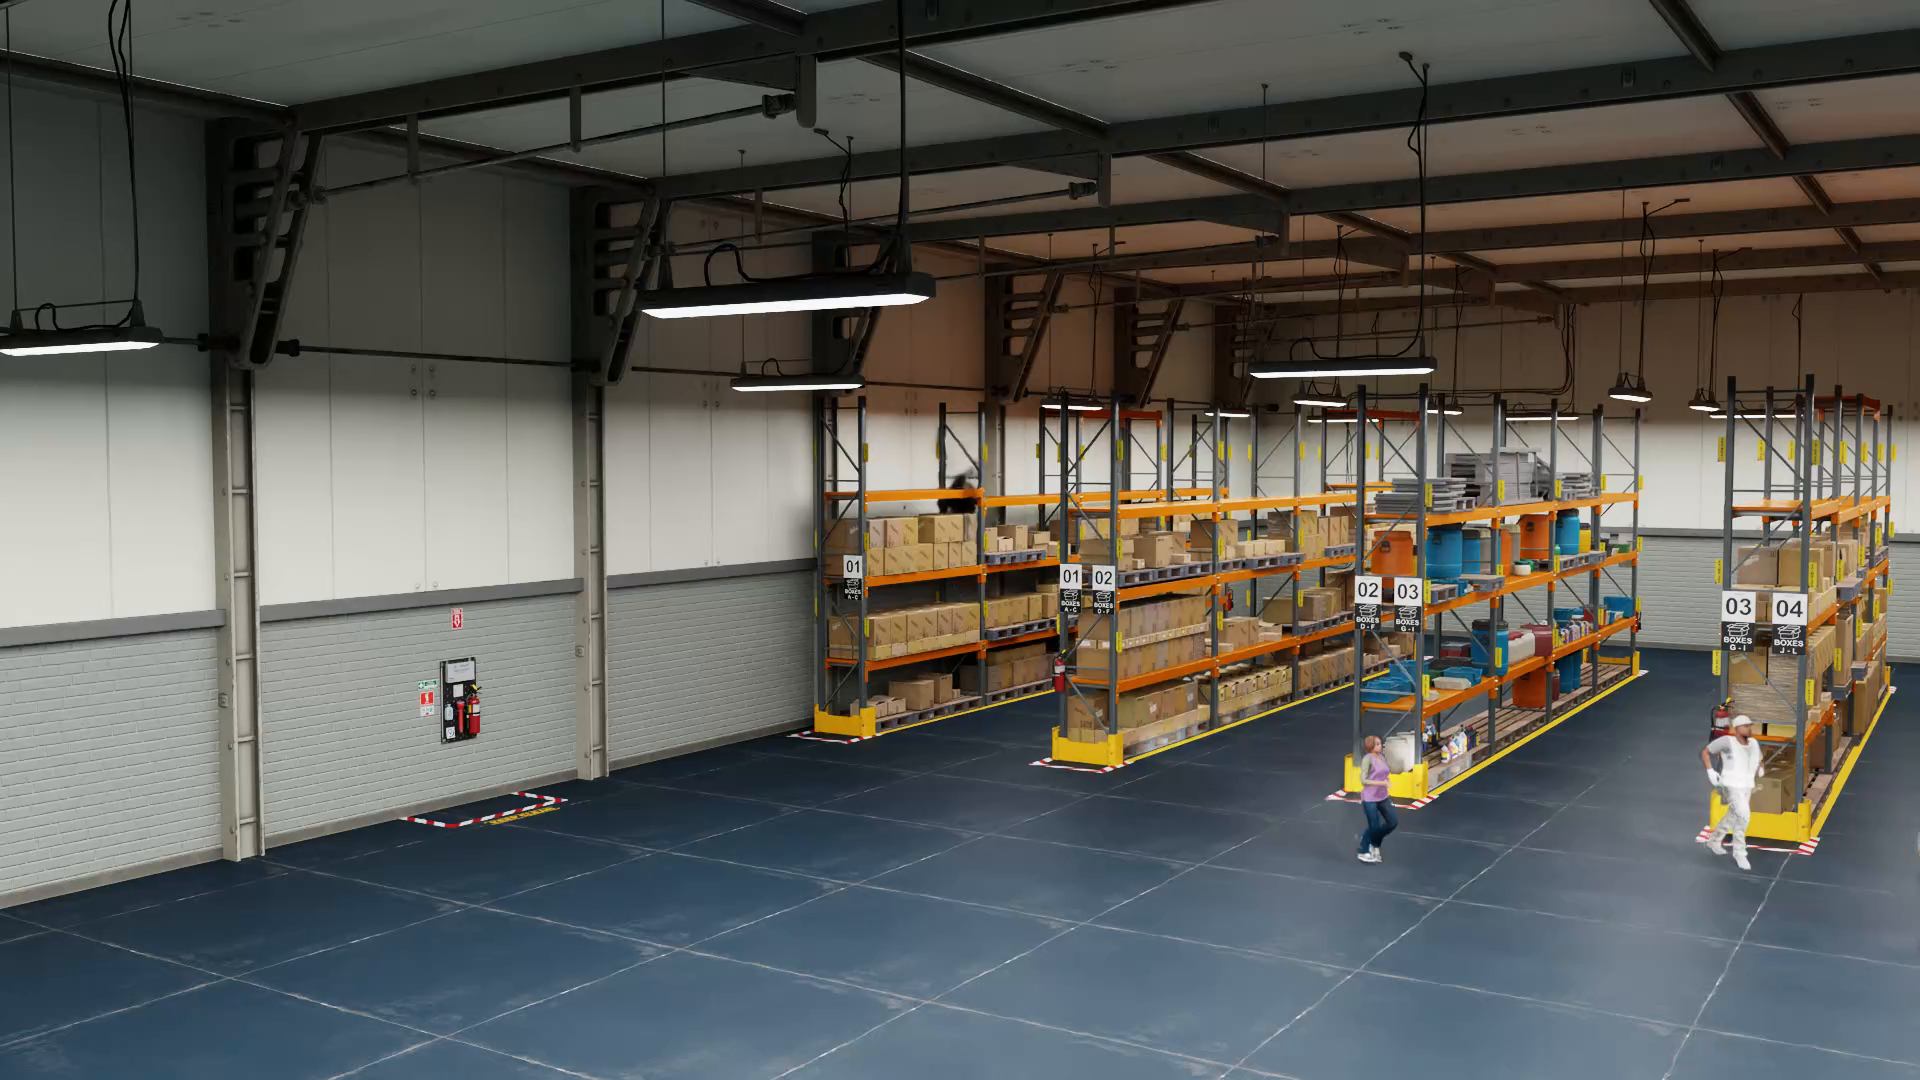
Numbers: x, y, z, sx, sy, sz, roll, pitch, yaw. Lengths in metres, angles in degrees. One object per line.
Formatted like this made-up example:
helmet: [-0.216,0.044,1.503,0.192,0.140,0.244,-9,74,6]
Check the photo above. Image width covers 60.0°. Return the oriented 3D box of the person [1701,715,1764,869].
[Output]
person: [9.514,3.037,20.377,0.688,1.803,0.756,-1,3,-25]

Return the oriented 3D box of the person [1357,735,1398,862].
person: [5.072,3.145,20.150,0.519,1.564,0.580,-2,4,-37]
